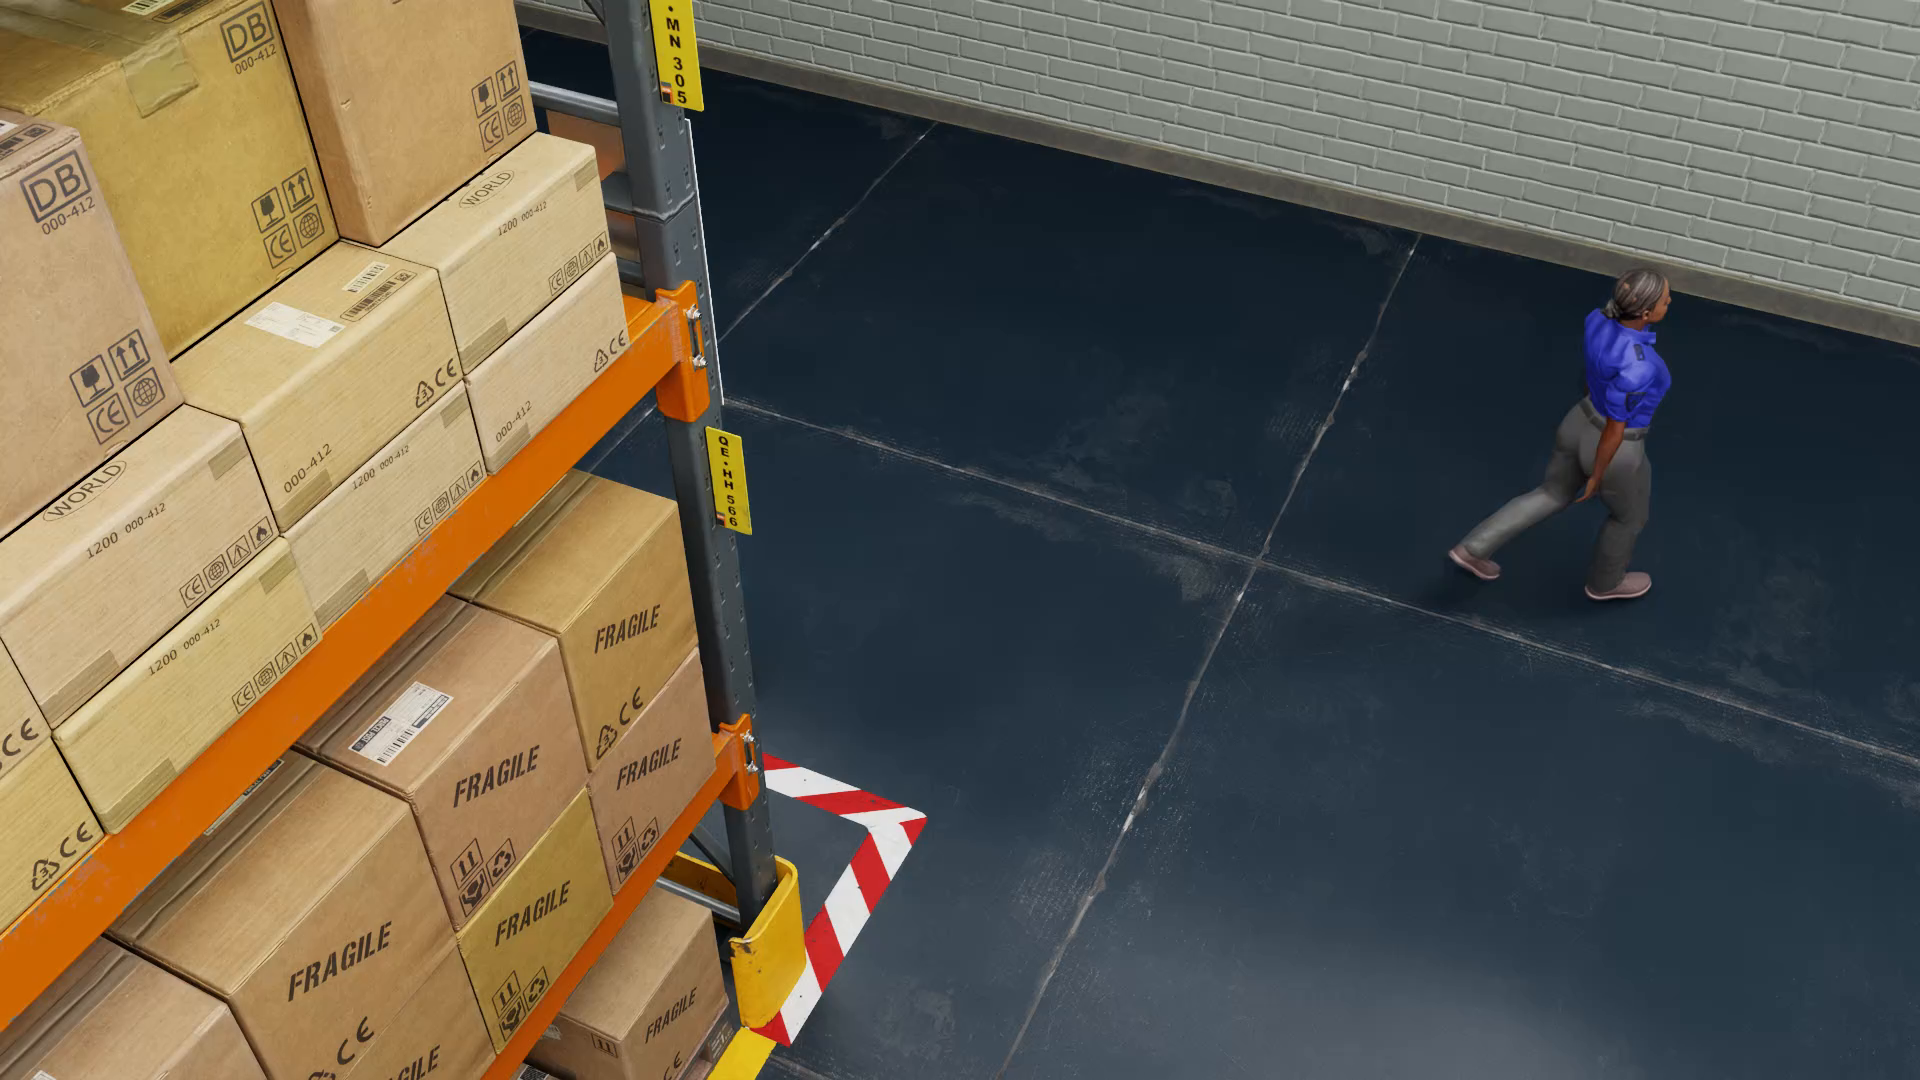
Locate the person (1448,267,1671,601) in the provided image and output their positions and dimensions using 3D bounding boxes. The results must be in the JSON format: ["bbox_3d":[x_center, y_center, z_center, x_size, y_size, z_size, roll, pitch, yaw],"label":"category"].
[{"bbox_3d":[2.505,-0.393,6.587,0.886,1.616,0.443,-9,43,-10],"label":"person"}]
